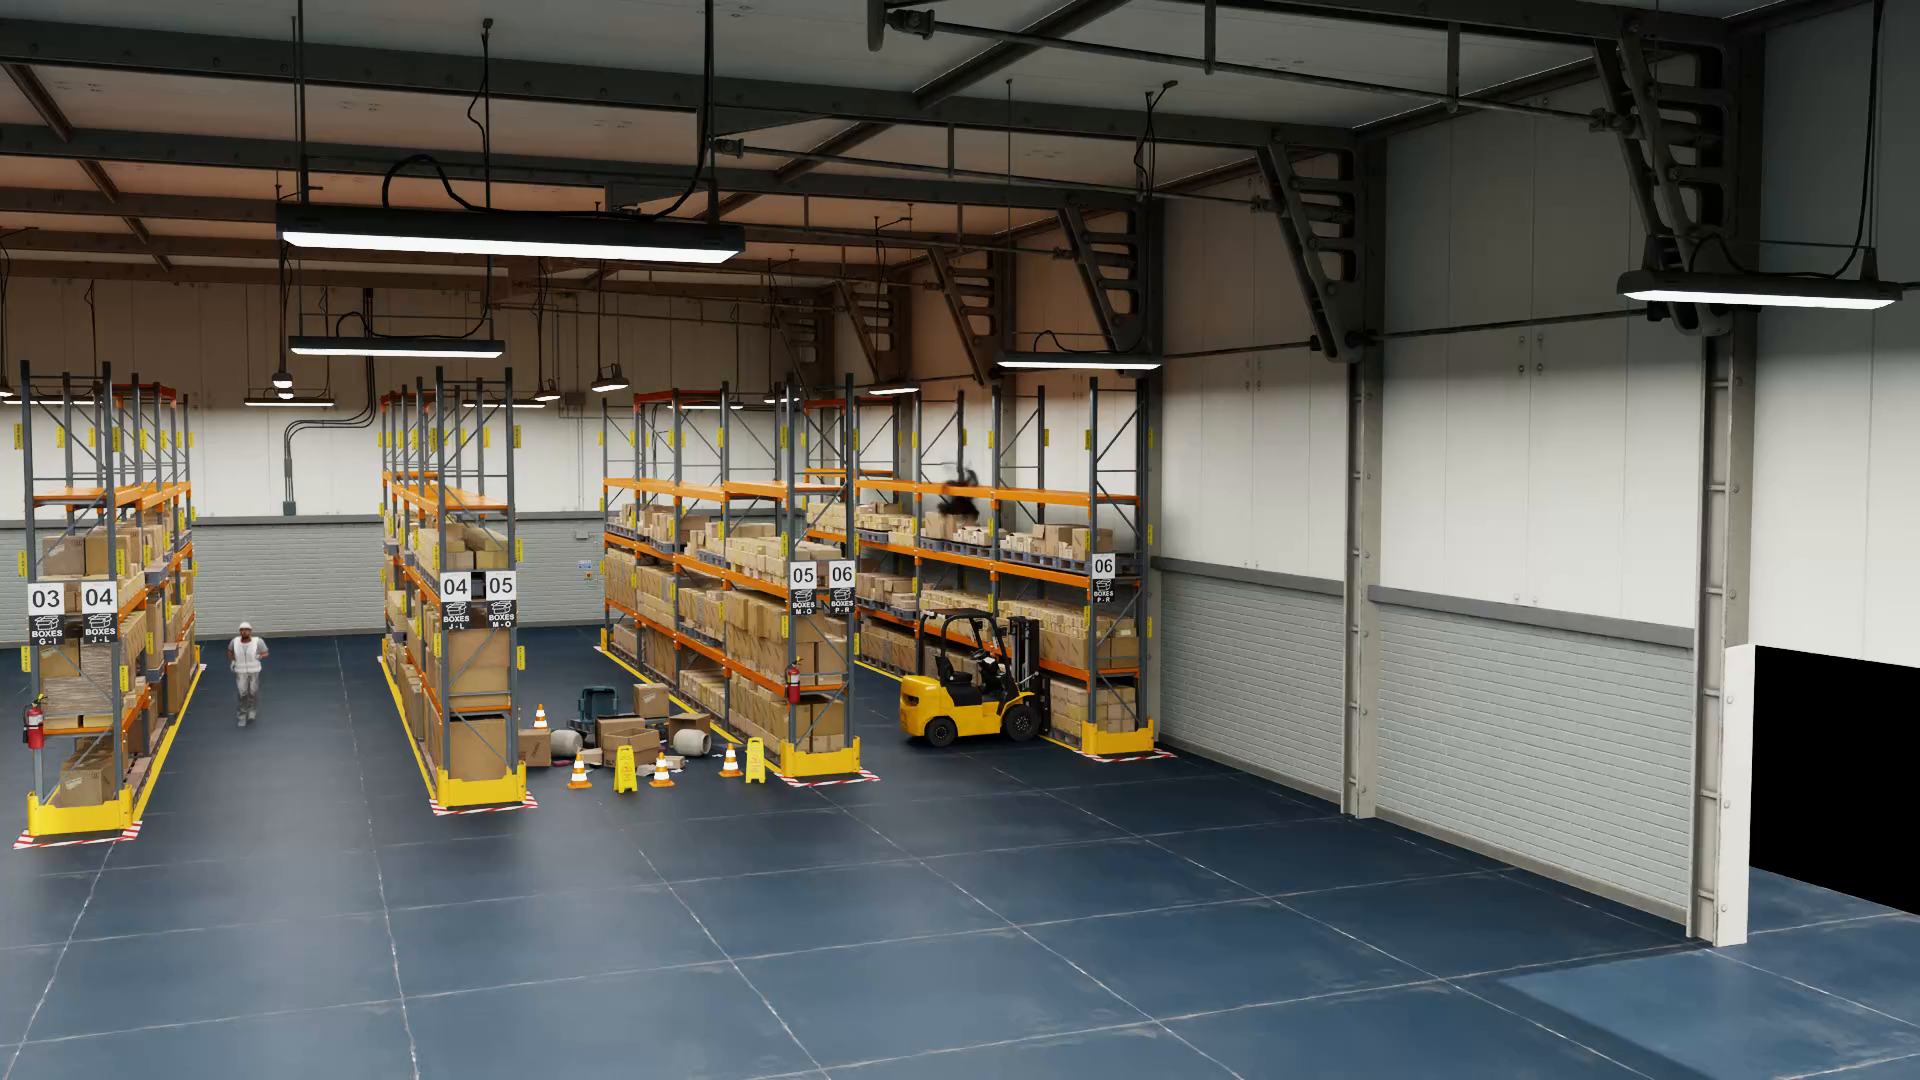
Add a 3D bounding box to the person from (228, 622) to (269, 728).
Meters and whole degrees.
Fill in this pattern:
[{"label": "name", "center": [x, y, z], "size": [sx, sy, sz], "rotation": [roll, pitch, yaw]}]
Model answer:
[{"label": "person", "center": [-12.504, 2.358, 29.241], "size": [0.668, 1.840, 0.788], "rotation": [-1, 4, -21]}]
